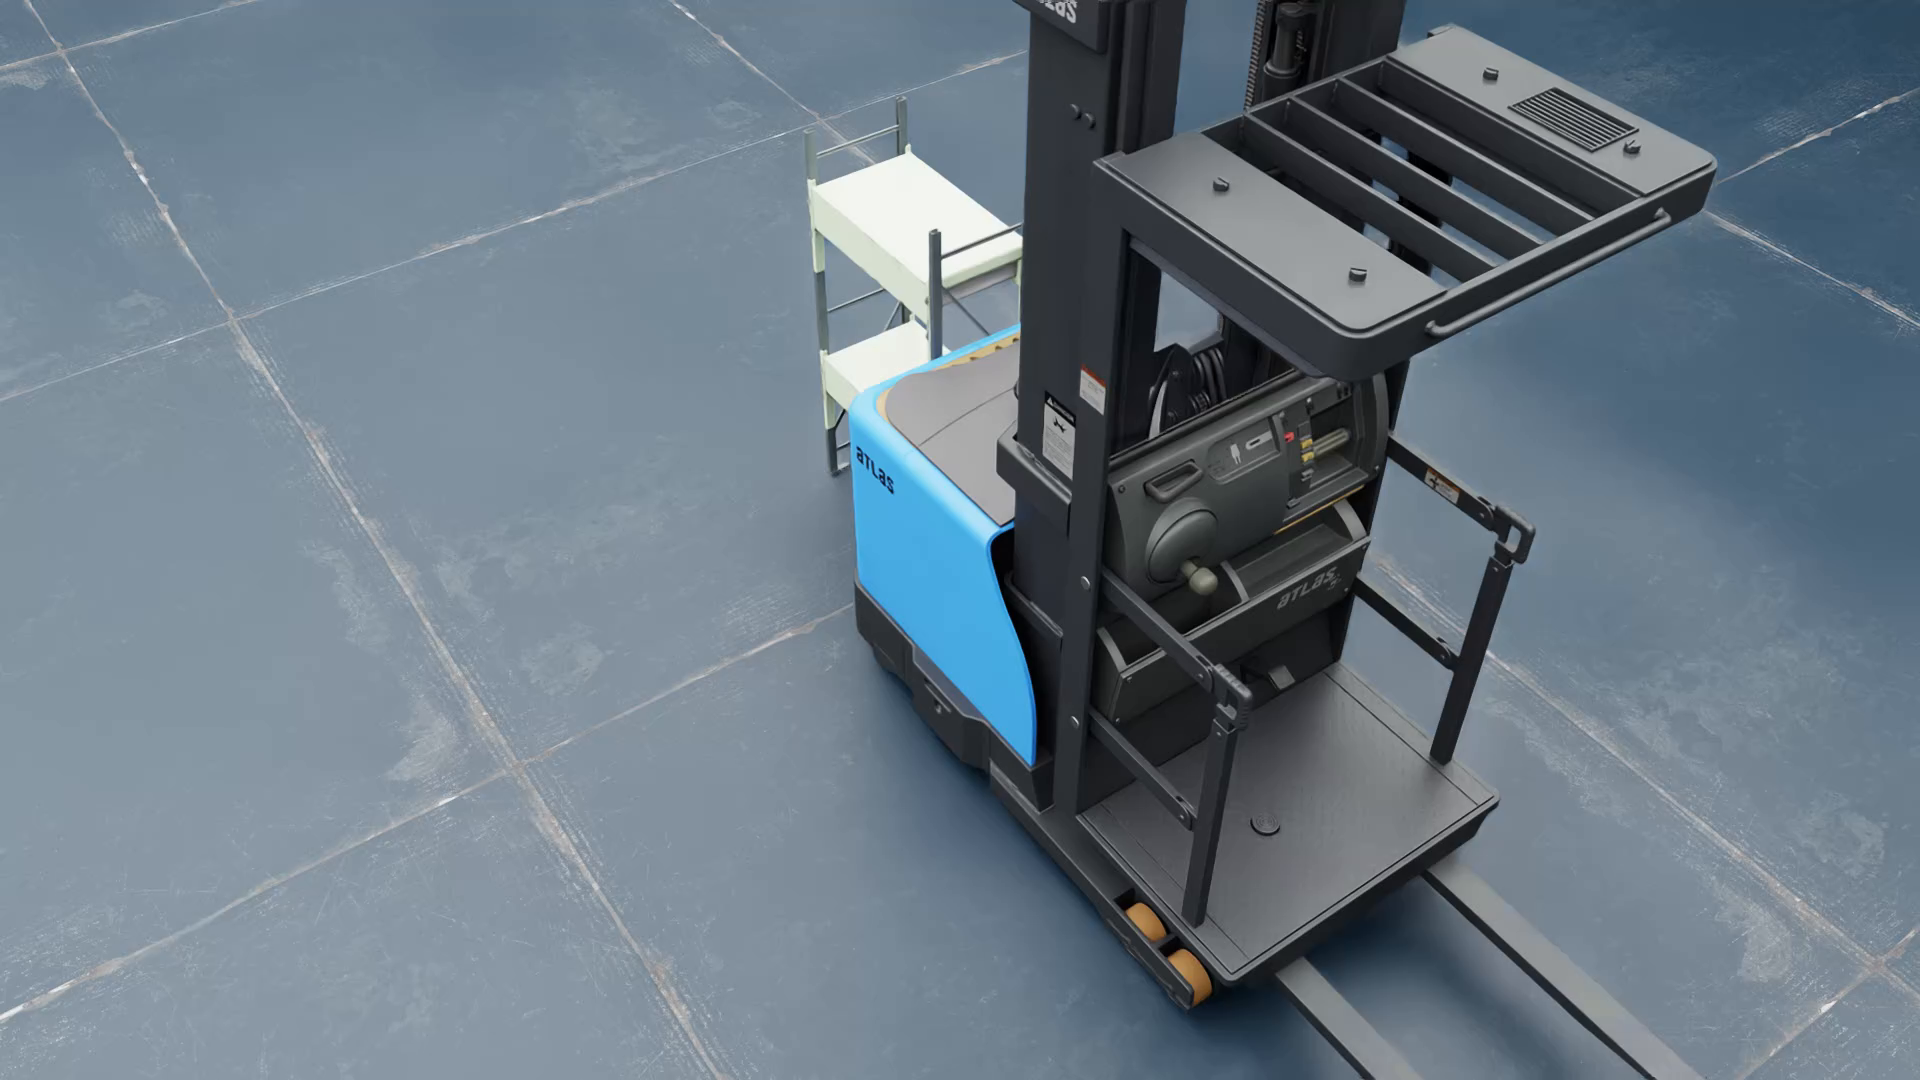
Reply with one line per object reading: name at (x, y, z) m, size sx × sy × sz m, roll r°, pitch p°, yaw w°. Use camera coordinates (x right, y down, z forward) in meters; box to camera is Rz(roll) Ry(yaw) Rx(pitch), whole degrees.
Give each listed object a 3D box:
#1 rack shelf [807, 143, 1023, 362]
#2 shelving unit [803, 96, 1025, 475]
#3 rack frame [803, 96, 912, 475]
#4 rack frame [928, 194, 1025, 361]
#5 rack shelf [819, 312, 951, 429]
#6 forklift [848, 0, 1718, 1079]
rack shelf at (-0.139, -0.960, 5.604) m, size 0.431 × 0.370 × 0.720 m, roll -26°, pitch 49°, yaw -25°
shelving unit at (-0.139, -0.678, 5.874) m, size 0.431 × 1.500 × 0.755 m, roll -26°, pitch 49°, yaw -25°
rack frame at (-0.350, -0.884, 6.090) m, size 0.400 × 1.500 × 0.023 m, roll -26°, pitch 49°, yaw -25°
rack frame at (0.072, -0.471, 5.658) m, size 0.400 × 1.500 × 0.023 m, roll -26°, pitch 49°, yaw -25°
rack shelf at (-0.139, -0.442, 6.099) m, size 0.431 × 0.370 × 0.720 m, roll -26°, pitch 49°, yaw -25°
forklift at (0.896, -0.091, 4.223) m, size 1.130 × 2.935 × 3.031 m, roll -26°, pitch 49°, yaw -25°
